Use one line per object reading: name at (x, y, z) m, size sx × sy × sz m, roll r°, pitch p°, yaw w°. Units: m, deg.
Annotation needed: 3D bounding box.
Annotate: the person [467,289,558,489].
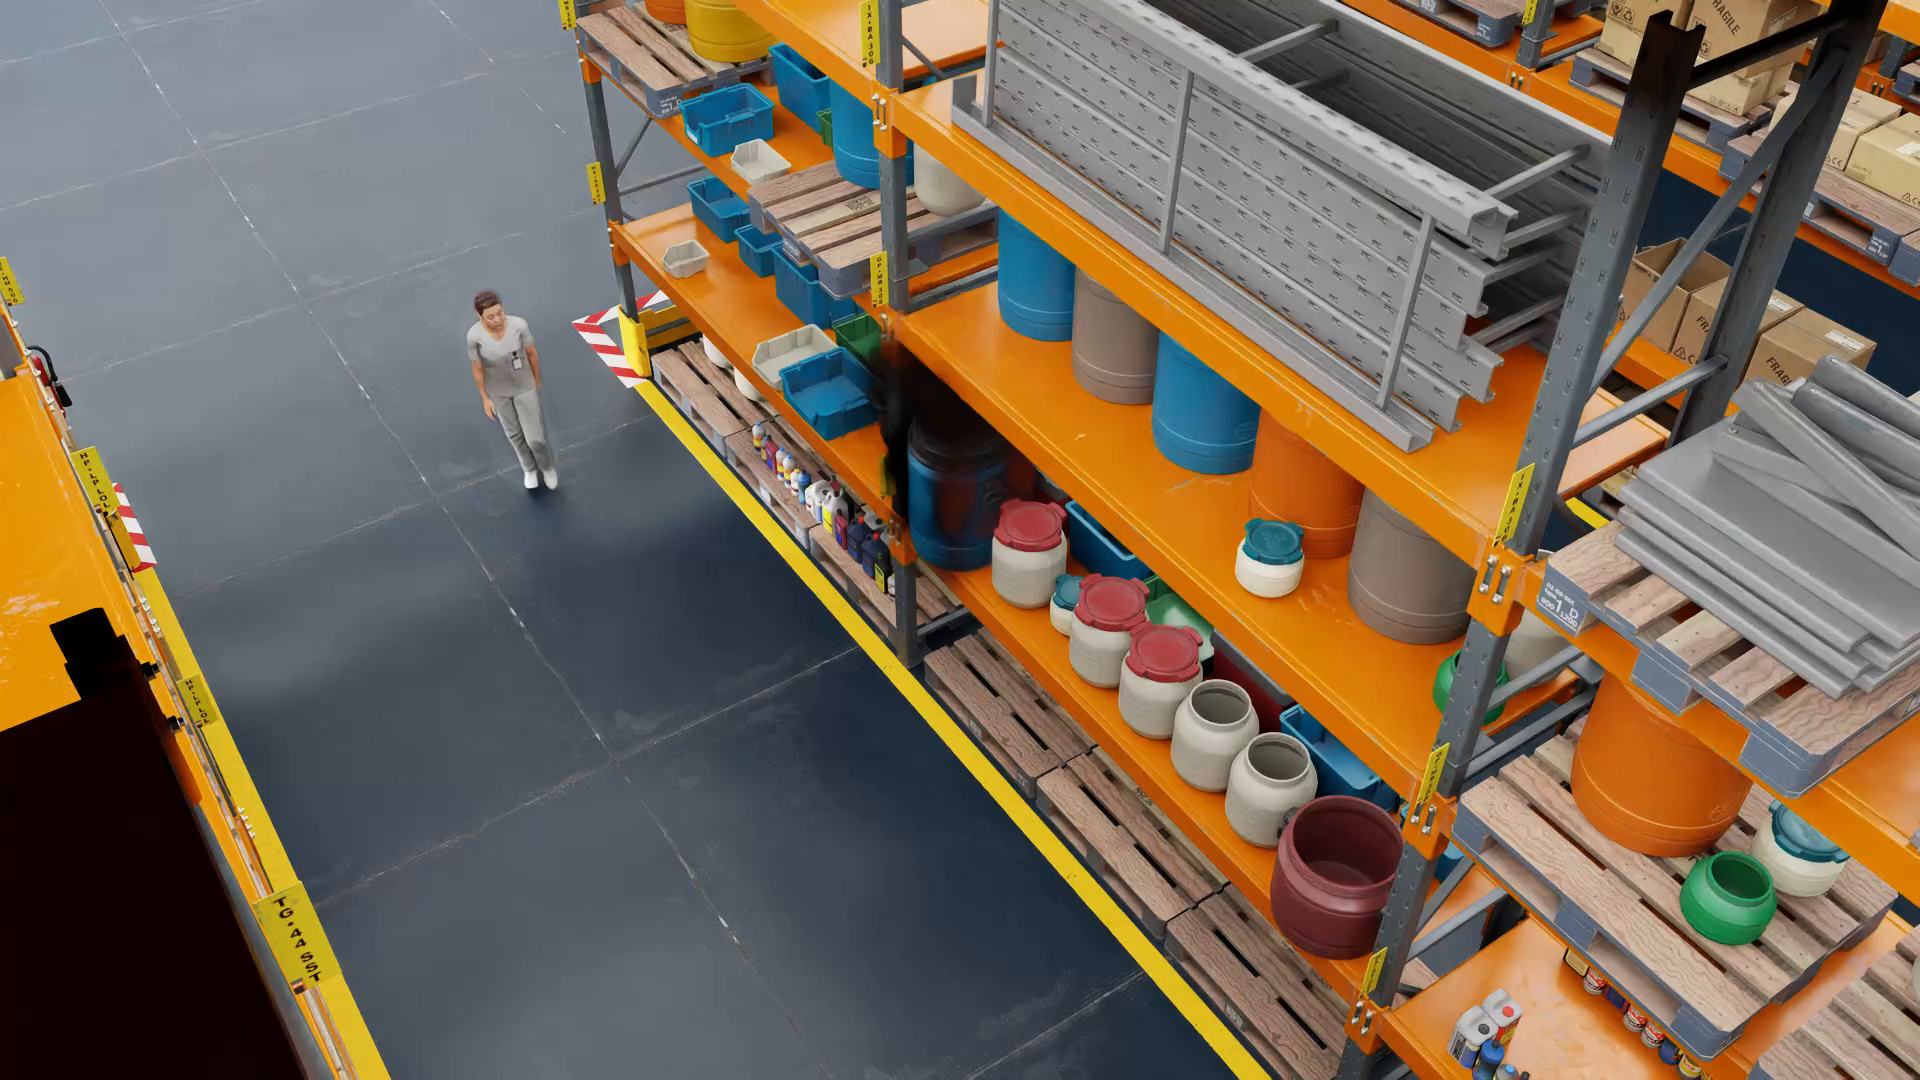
person at (-3.145, -1.022, 11.631) m, size 0.437 × 1.694 × 0.438 m, roll -2°, pitch 43°, yaw -3°
